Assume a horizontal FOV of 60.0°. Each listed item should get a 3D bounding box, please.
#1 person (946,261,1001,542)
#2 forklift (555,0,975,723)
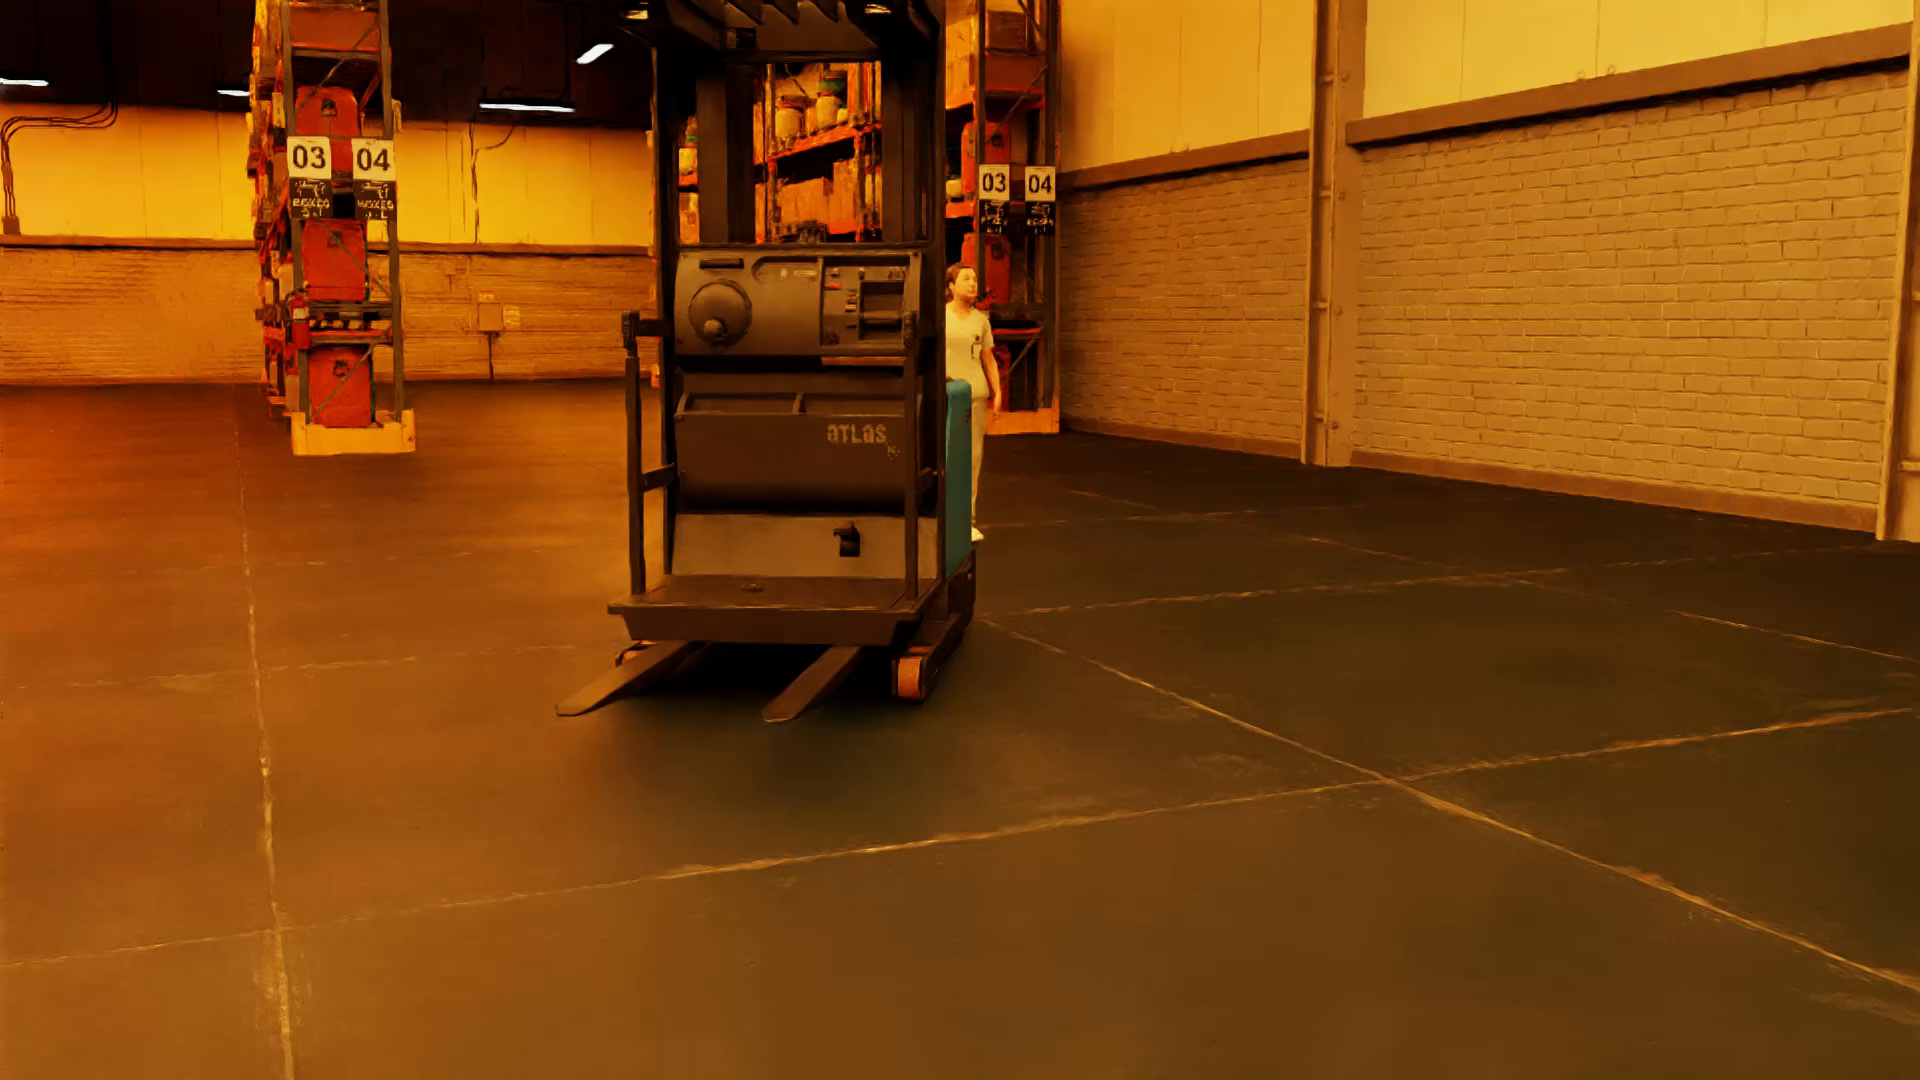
[{"bbox_3d":[0.017,-0.828,9.971,0.550,1.674,0.548,-3,8,-23],"label":"person"},{"bbox_3d":[-0.629,-0.931,6.002,1.130,2.935,3.031,1,8,7],"label":"forklift"}]
